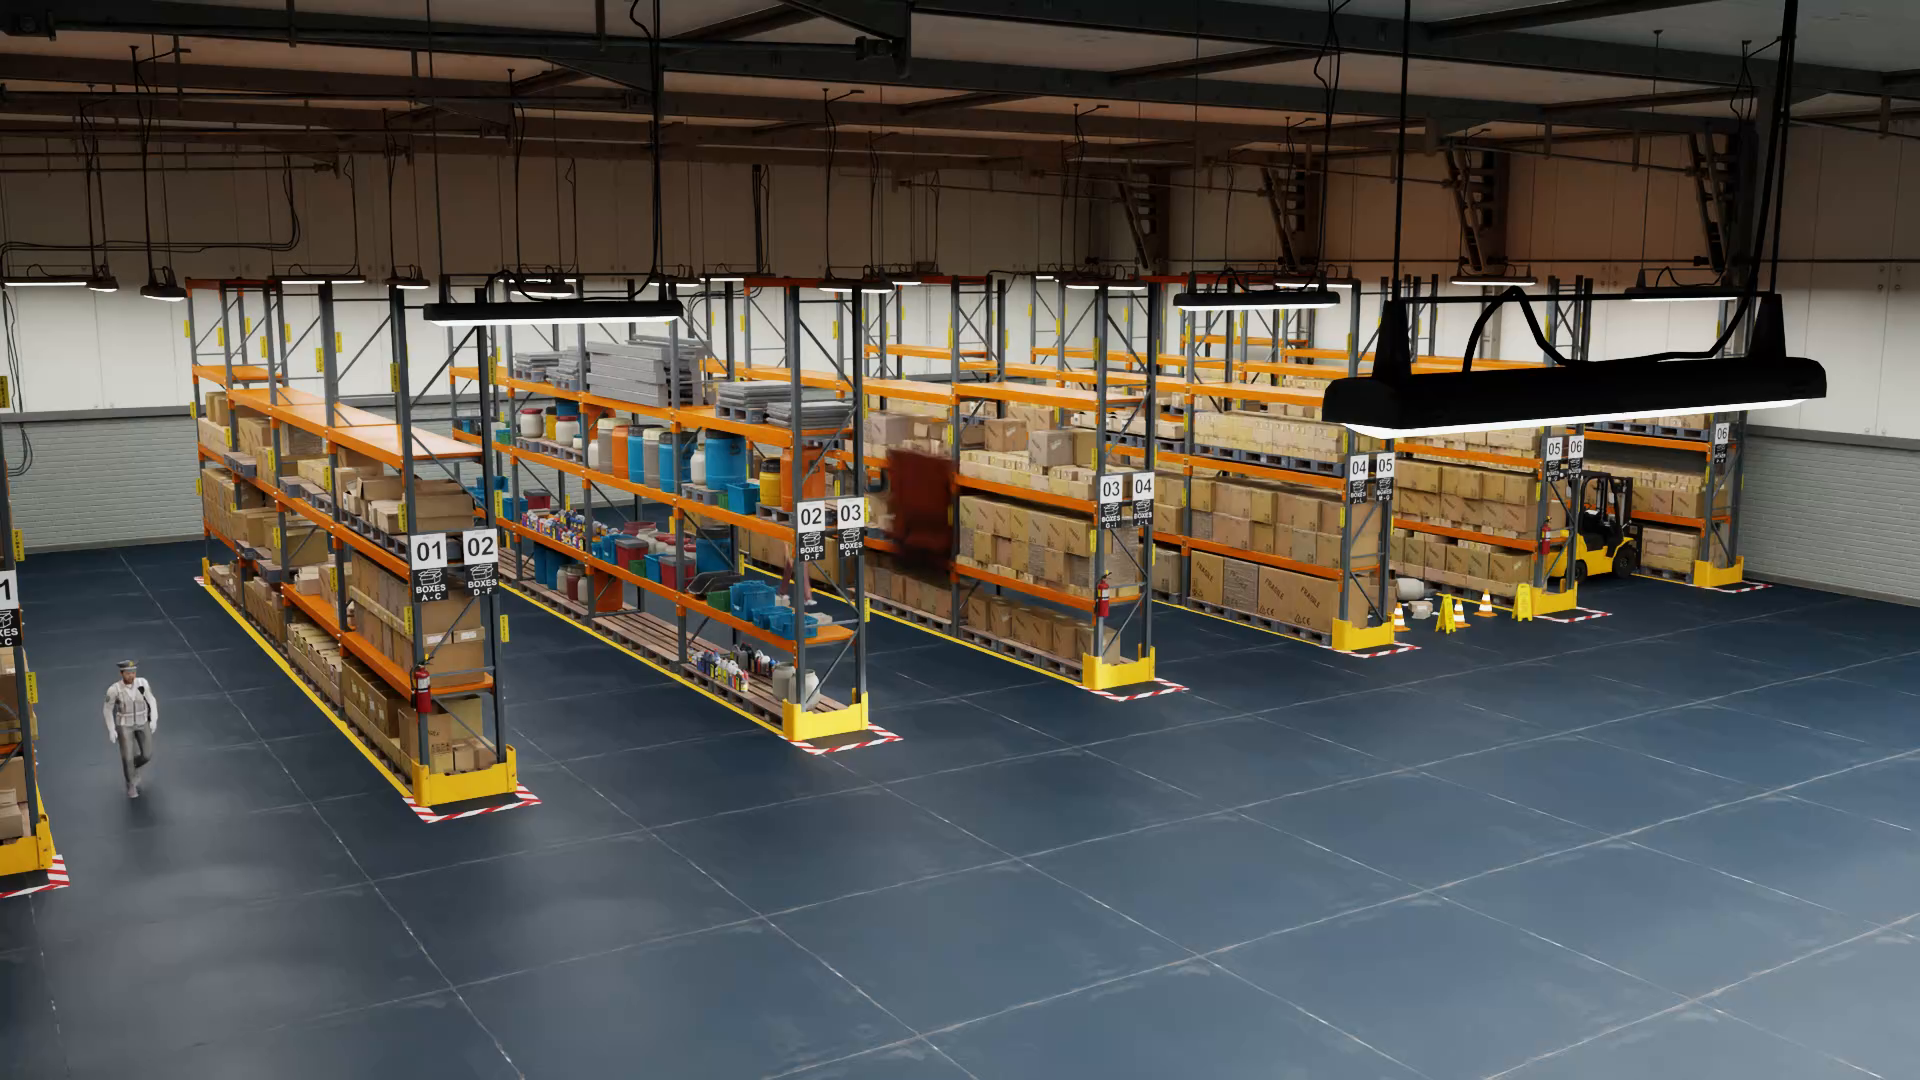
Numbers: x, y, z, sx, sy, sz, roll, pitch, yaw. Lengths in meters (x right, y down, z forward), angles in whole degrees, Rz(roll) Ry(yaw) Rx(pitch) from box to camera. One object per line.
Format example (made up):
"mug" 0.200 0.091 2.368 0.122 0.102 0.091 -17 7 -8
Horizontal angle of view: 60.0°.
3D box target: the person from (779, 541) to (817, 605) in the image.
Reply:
"person" -2.901 0.324 29.380 0.451 1.616 1.046 -7 12 -35

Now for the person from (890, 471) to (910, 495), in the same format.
"person" -1.385 -0.765 37.415 0.558 1.664 1.078 -6 11 -33

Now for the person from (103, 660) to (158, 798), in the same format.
"person" -9.938 2.218 19.922 0.583 1.659 0.549 -8 12 -38
